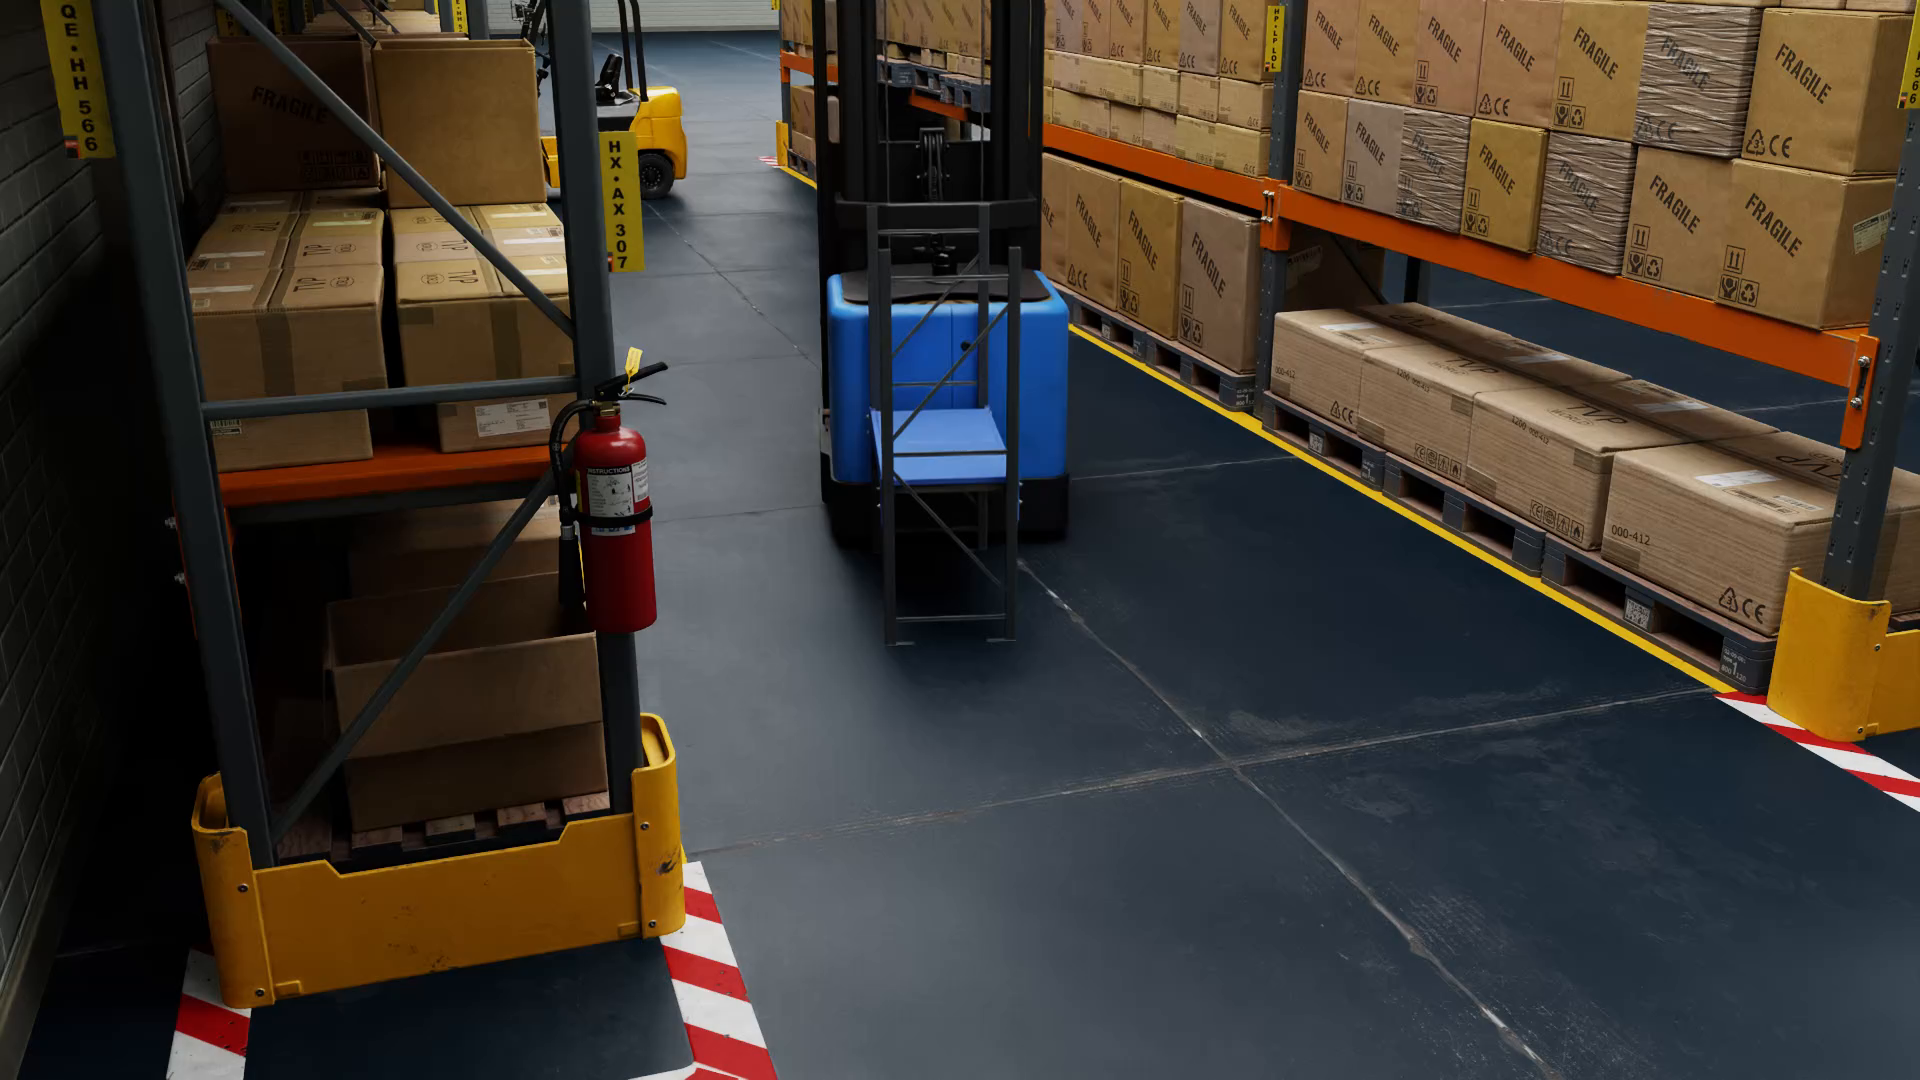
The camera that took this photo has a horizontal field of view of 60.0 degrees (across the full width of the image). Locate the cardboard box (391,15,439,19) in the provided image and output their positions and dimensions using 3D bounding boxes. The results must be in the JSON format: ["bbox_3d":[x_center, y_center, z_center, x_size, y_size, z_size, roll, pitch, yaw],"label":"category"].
[{"bbox_3d":[-4.435,-4.209,13.589,0.380,0.149,0.250,-7,21,-19],"label":"cardboard box"}]

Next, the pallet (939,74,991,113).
[{"bbox_3d":[0.557,-3.550,13.145,1.213,0.211,1.003,-6,21,-17],"label":"pallet"}]

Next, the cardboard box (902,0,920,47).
[{"bbox_3d":[-0.200,-4.589,14.547,0.500,0.500,0.500,-7,21,-18],"label":"cardboard box"}]

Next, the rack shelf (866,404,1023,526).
[{"bbox_3d":[-0.082,-0.314,6.604,0.538,0.185,1.000,-2,20,-5],"label":"rack shelf"}]

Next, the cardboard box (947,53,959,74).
[{"bbox_3d":[0.109,-3.905,13.602,0.380,0.149,0.250,-6,21,-16],"label":"cardboard box"}]

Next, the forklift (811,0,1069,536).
[{"bbox_3d":[-0.171,-1.851,8.234,1.130,2.935,3.031,-2,20,-5],"label":"forklift"}]

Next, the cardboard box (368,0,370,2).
[{"bbox_3d":[-5.896,-5.239,16.018,0.380,0.149,0.250,-6,21,-16],"label":"cardboard box"}]

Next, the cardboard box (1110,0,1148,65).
[{"bbox_3d":[1.273,-3.268,10.450,0.500,0.500,0.500,-6,21,-16],"label":"cardboard box"}]

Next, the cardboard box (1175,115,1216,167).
[{"bbox_3d":[1.600,-2.349,9.741,0.500,0.250,0.500,-7,21,-18],"label":"cardboard box"}]

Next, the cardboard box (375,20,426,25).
[{"bbox_3d":[-4.239,-3.866,12.635,0.380,0.149,0.250,-6,21,-17],"label":"cardboard box"}]

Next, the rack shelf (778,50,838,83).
[{"bbox_3d":[-1.004,-5.009,17.990,1.077,0.370,4.000,-6,21,-17],"label":"rack shelf"}]

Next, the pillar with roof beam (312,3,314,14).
[{"bbox_3d":[-4.780,-10.348,22.915,9.100,9.000,0.400,-6,21,-17],"label":"pillar with roof beam"}]

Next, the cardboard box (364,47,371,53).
[{"bbox_3d":[-2.674,-2.200,8.336,0.700,0.500,0.500,-6,21,-17],"label":"cardboard box"}]

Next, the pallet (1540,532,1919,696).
[{"bbox_3d":[3.071,0.209,6.523,1.003,0.211,1.213,-6,21,-17],"label":"pallet"}]

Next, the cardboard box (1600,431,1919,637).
[{"bbox_3d":[3.094,-0.048,6.283,0.875,0.438,0.875,-7,21,-19],"label":"cardboard box"}]

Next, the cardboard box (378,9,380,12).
[{"bbox_3d":[-5.549,-5.233,16.442,0.380,0.149,0.250,-7,21,-18],"label":"cardboard box"}]

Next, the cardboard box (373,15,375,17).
[{"bbox_3d":[-6.267,-5.155,17.183,0.500,0.500,0.500,-6,21,-16],"label":"cardboard box"}]

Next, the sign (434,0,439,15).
[{"bbox_3d":[-4.574,-4.746,14.597,0.100,0.325,0.005,-6,21,-17],"label":"sign"}]

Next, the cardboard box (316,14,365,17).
[{"bbox_3d":[-5.067,-4.222,13.627,0.380,0.149,0.250,-6,21,-17],"label":"cardboard box"}]

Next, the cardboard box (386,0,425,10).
[{"bbox_3d":[-4.905,-4.804,14.806,0.380,0.149,0.250,-6,21,-16],"label":"cardboard box"}]

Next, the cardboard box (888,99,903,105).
[{"bbox_3d":[-0.484,-4.351,17.430,0.500,0.500,0.500,-6,20,-15],"label":"cardboard box"}]

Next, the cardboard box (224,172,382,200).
[{"bbox_3d":[-2.348,-1.166,6.008,0.500,0.250,0.500,-6,21,-16],"label":"cardboard box"}]

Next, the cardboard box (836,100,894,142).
[{"bbox_3d":[-0.978,-4.287,17.252,0.500,0.500,0.500,-6,21,-16],"label":"cardboard box"}]

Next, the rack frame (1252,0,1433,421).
[{"bbox_3d":[2.139,-2.139,8.934,1.000,3.000,0.127,-6,21,-17],"label":"rack frame"}]

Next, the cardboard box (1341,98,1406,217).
[{"bbox_3d":[2.192,-1.846,7.970,0.500,0.500,0.500,-6,21,-17],"label":"cardboard box"}]

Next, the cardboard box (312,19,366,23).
[{"bbox_3d":[-4.745,-3.900,12.730,0.380,0.149,0.250,-6,21,-17],"label":"cardboard box"}]

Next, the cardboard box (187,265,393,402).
[{"bbox_3d":[-1.711,-0.516,4.196,0.500,0.250,0.500,-6,21,-16],"label":"cardboard box"}]

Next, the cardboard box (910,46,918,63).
[{"bbox_3d":[-0.229,-4.324,14.767,0.380,0.149,0.250,-6,21,-16],"label":"cardboard box"}]

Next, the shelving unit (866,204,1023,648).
[{"bbox_3d":[-0.082,-0.483,6.543,0.538,1.500,1.048,-2,20,-5],"label":"shelving unit"}]

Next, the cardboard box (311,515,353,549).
[{"bbox_3d":[-2.452,-0.090,6.826,0.380,0.149,0.250,-7,21,-18],"label":"cardboard box"}]

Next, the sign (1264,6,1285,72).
[{"bbox_3d":[1.627,-2.586,8.583,0.100,0.325,0.005,-6,21,-17],"label":"sign"}]

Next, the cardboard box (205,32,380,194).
[{"bbox_3d":[-2.357,-1.527,5.902,0.500,0.500,0.500,-7,21,-19],"label":"cardboard box"}]

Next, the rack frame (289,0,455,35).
[{"bbox_3d":[-3.829,-2.894,11.036,1.000,3.000,0.127,-6,21,-17],"label":"rack frame"}]

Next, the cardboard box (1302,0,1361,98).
[{"bbox_3d":[2.059,-2.478,8.251,0.500,0.500,0.500,-6,21,-17],"label":"cardboard box"}]

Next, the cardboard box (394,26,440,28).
[{"bbox_3d":[-3.840,-3.545,11.742,0.380,0.149,0.250,-6,21,-16],"label":"cardboard box"}]

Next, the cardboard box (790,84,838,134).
[{"bbox_3d":[-1.634,-4.951,19.099,0.500,0.500,0.500,-7,21,-19],"label":"cardboard box"}]

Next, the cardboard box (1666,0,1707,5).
[{"bbox_3d":[2.790,-2.010,5.989,0.380,0.149,0.250,-6,21,-16],"label":"cardboard box"}]

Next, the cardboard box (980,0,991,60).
[{"bbox_3d":[0.475,-3.924,12.694,0.500,0.500,0.500,-7,21,-19],"label":"cardboard box"}]

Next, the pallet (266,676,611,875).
[{"bbox_3d":[-1.590,0.706,5.140,1.003,0.211,1.213,-6,21,-17],"label":"pallet"}]

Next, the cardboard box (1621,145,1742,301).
[{"bbox_3d":[2.850,-1.192,6.149,0.500,0.500,0.500,-7,21,-18],"label":"cardboard box"}]

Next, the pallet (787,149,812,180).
[{"bbox_3d":[-1.387,-4.389,19.323,1.003,0.211,1.213,-6,21,-17],"label":"pallet"}]

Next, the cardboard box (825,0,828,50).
[{"bbox_3d":[-1.252,-5.504,17.714,0.500,0.500,0.500,-7,21,-18],"label":"cardboard box"}]

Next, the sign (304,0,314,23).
[{"bbox_3d":[-5.613,-4.563,14.285,0.100,0.325,0.005,-6,21,-17],"label":"sign"}]

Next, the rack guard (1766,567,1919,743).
[{"bbox_3d":[3.404,0.329,5.761,1.175,0.500,0.348,-6,21,-17],"label":"rack guard"}]

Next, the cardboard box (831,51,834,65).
[{"bbox_3d":[-1.140,-5.070,17.465,0.380,0.149,0.250,-7,21,-18],"label":"cardboard box"}]

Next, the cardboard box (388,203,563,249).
[{"bbox_3d":[-1.523,-0.894,5.251,0.500,0.250,0.500,-7,21,-18],"label":"cardboard box"}]

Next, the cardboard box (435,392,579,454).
[{"bbox_3d":[-1.158,-0.343,4.306,0.380,0.149,0.250,-7,21,-18],"label":"cardboard box"}]

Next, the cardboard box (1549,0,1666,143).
[{"bbox_3d":[2.674,-1.826,6.436,0.500,0.500,0.500,-6,21,-17],"label":"cardboard box"}]

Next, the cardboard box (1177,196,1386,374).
[{"bbox_3d":[1.868,-1.527,9.753,0.875,0.875,0.875,-6,21,-16],"label":"cardboard box"}]

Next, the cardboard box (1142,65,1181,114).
[{"bbox_3d":[1.437,-2.744,10.102,0.500,0.250,0.500,-6,21,-16],"label":"cardboard box"}]

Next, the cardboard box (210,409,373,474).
[{"bbox_3d":[-1.674,-0.286,4.148,0.380,0.149,0.250,-7,21,-18],"label":"cardboard box"}]

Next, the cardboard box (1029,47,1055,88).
[{"bbox_3d":[0.807,-3.398,11.923,0.500,0.250,0.500,-7,21,-18],"label":"cardboard box"}]

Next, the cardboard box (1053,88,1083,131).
[{"bbox_3d":[0.975,-3.005,11.568,0.500,0.250,0.500,-7,21,-19],"label":"cardboard box"}]
